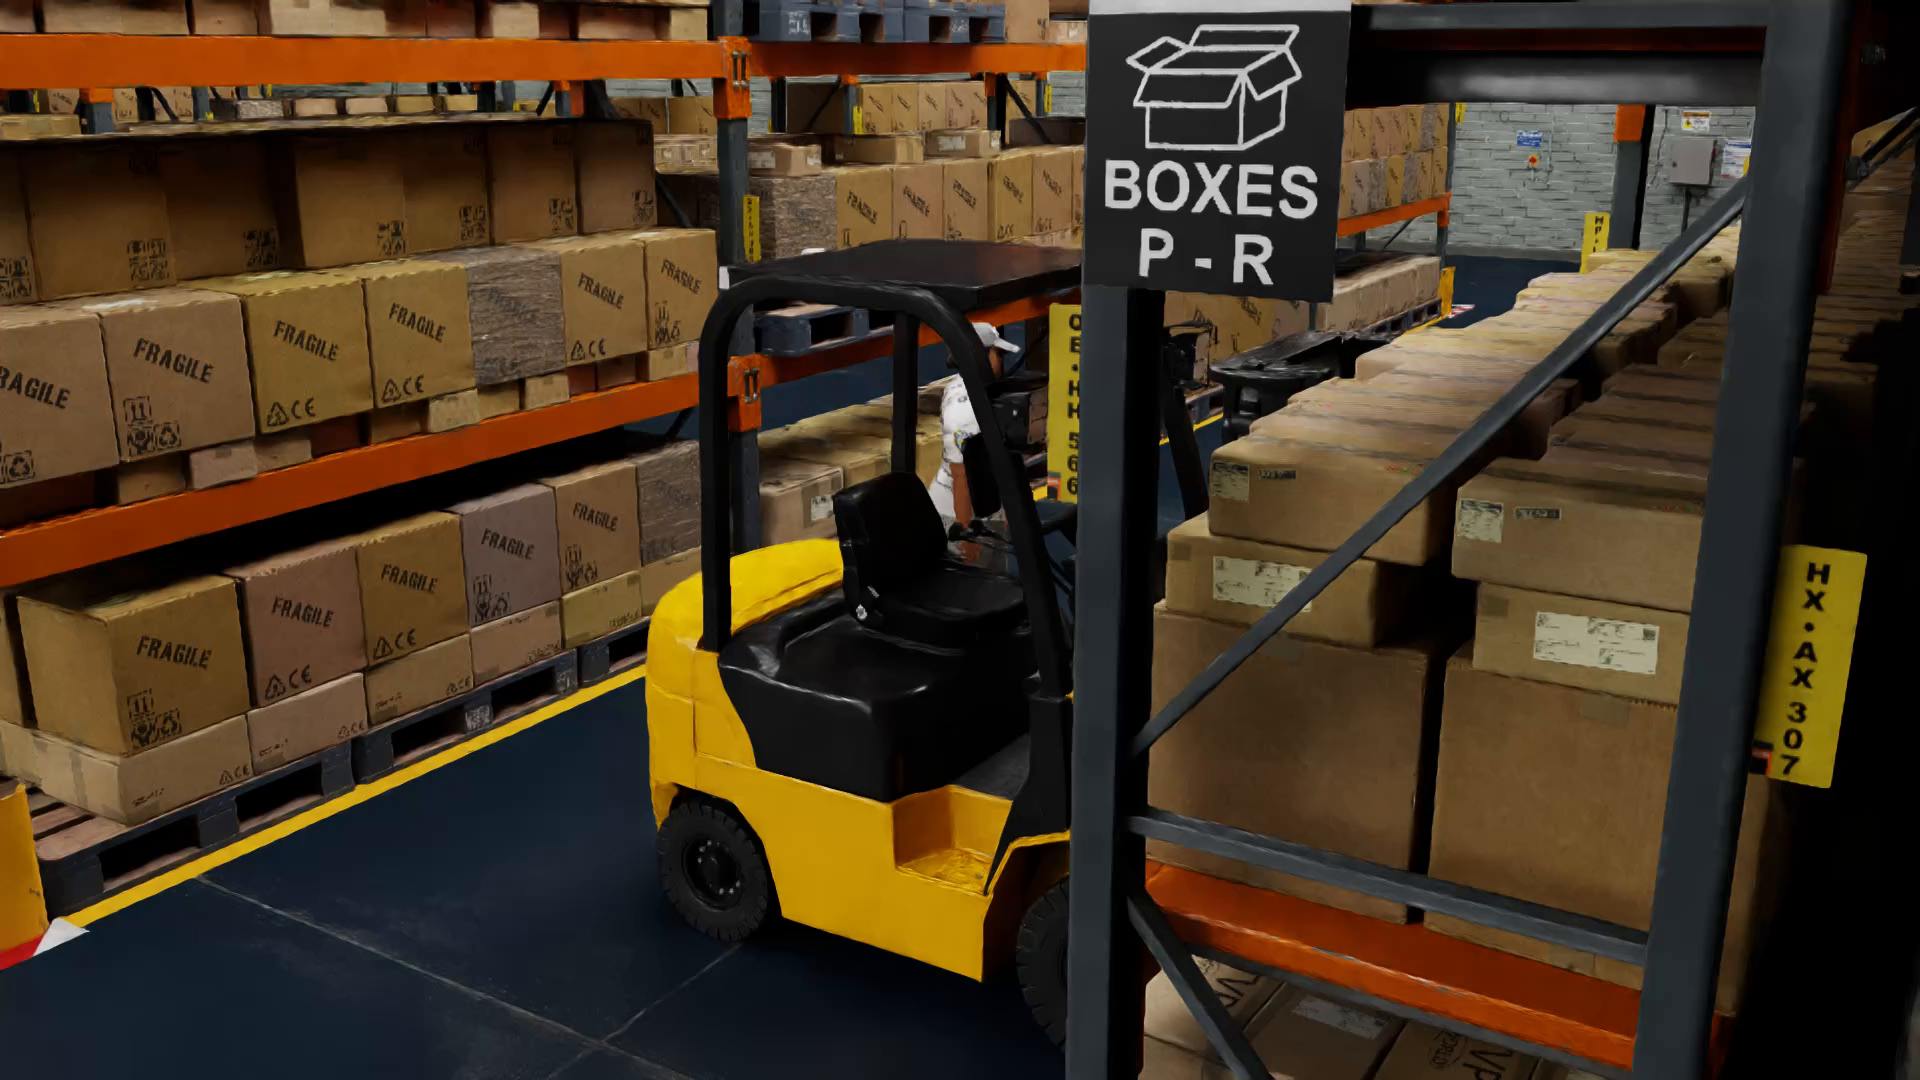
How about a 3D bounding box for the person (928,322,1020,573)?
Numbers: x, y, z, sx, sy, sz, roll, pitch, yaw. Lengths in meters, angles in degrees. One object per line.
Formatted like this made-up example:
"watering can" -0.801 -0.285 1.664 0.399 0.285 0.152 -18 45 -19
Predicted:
"person" 0.049 -0.131 7.044 0.392 1.591 0.534 3 17 9
